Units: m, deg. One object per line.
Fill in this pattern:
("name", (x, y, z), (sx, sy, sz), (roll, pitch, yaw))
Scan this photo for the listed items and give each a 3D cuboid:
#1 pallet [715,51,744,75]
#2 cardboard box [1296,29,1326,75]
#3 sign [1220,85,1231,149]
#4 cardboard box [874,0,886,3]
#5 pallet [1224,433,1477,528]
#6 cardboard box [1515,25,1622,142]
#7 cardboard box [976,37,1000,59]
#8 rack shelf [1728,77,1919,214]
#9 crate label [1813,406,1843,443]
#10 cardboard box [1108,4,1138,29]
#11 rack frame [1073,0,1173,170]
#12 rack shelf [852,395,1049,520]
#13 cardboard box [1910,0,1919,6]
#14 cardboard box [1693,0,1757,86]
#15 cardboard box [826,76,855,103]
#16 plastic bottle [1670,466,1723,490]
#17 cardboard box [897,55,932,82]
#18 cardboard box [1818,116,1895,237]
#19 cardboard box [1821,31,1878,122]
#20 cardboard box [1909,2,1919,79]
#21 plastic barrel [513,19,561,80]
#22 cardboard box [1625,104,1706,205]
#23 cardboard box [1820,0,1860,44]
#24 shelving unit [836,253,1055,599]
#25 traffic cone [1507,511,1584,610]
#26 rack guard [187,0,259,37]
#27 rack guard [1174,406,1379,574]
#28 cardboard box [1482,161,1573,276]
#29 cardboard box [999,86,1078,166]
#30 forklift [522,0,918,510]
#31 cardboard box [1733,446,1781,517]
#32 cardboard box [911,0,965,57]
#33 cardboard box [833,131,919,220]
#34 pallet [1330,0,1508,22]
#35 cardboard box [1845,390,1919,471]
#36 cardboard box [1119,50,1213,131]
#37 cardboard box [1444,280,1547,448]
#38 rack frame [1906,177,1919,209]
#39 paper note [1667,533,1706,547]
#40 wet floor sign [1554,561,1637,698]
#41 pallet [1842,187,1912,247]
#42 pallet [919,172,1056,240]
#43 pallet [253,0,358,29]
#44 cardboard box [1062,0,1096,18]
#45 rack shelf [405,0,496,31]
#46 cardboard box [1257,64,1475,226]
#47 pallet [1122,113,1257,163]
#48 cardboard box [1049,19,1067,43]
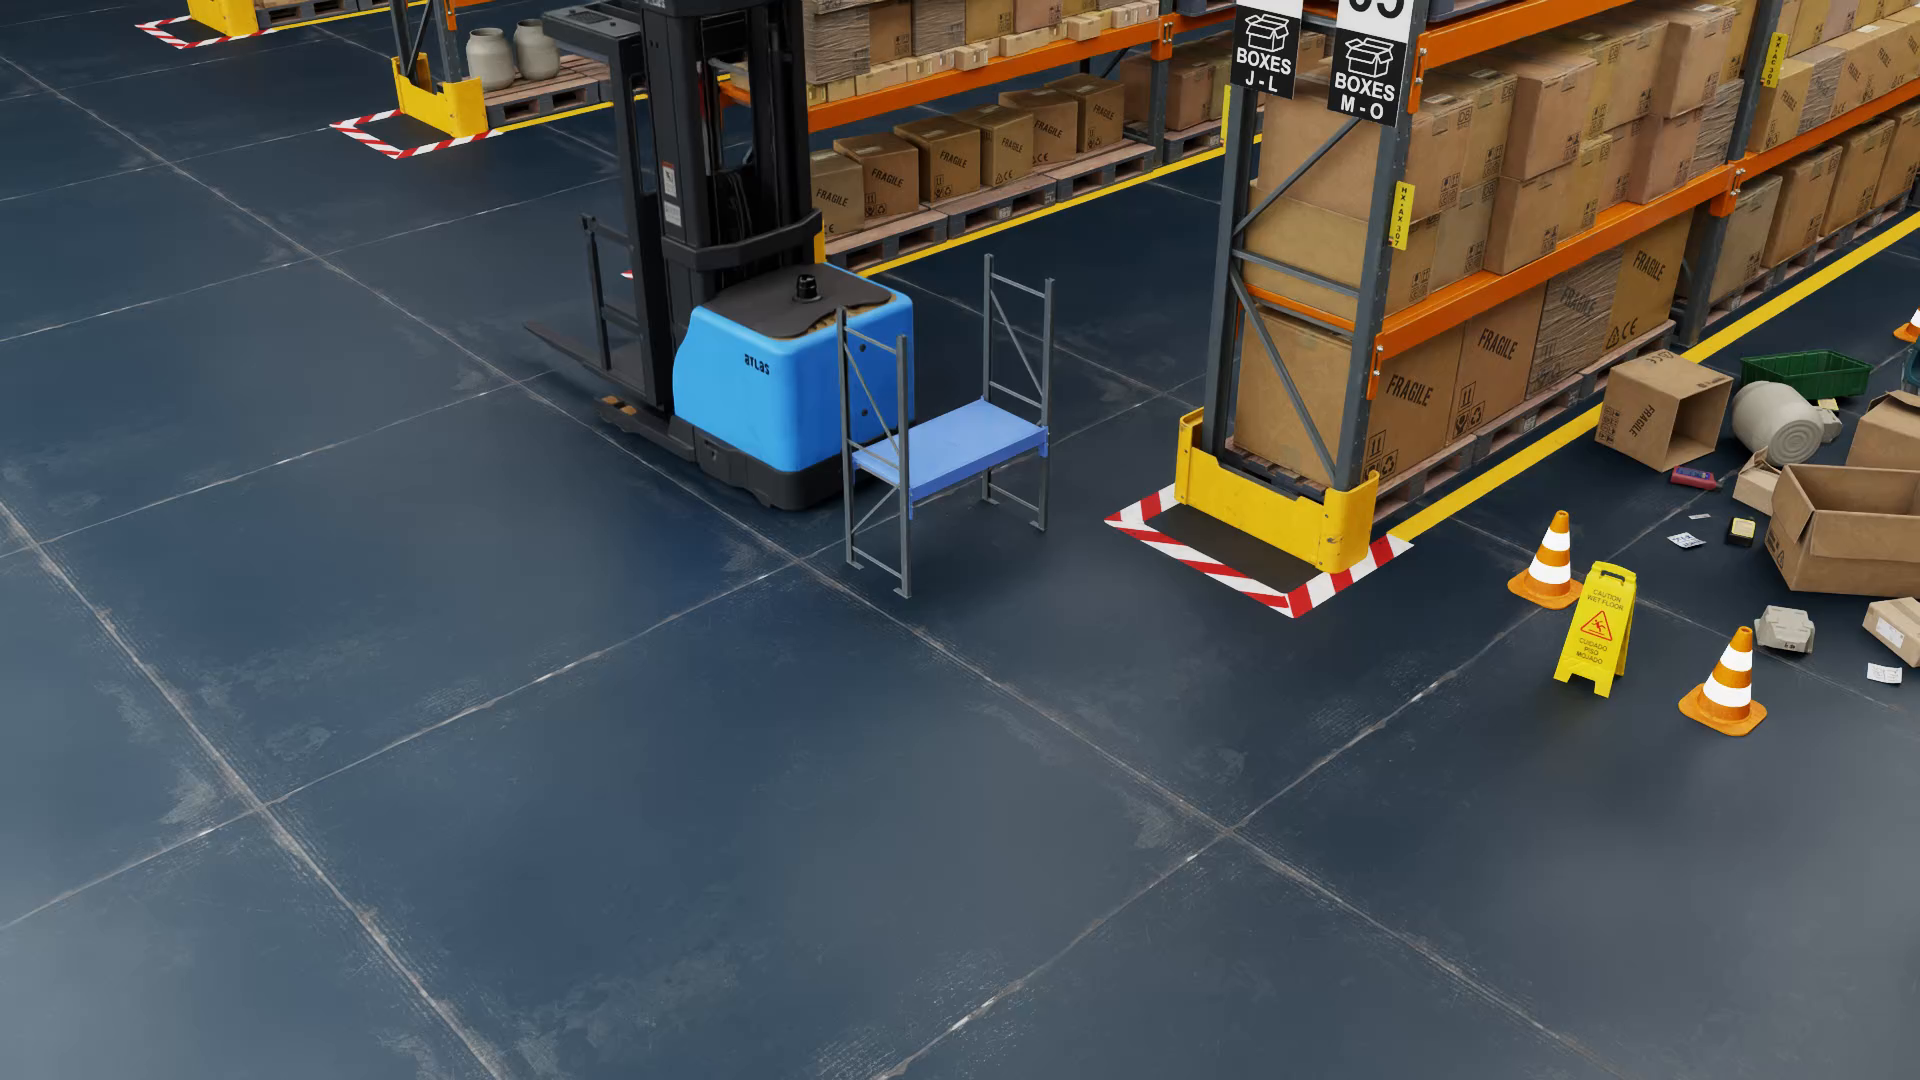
("pallet", (-2.496, -5.211, 17.569), (1.213, 0.211, 1.003), (-26, 40, -35))
("cardboard box", (3.039, -4.617, 15.900), (0.500, 0.500, 0.700), (-22, 38, -32))
("sign", (1.399, -2.183, 8.608), (0.005, 0.325, 0.100), (-26, 40, -35))
("cardboard box", (-0.581, -4.171, 11.856), (0.500, 0.500, 0.500), (-26, 40, -35))
("pallet", (2.291, -0.500, 9.865), (1.213, 0.211, 1.003), (-26, 40, -35))
("cardboard box", (3.200, -2.632, 9.500), (0.500, 0.550, 0.875), (-26, 40, -35))
("cardboard box", (0.089, -3.846, 12.906), (0.250, 0.149, 0.380), (-26, 40, -35))
("rack shelf", (6.157, -3.197, 12.293), (4.000, 0.370, 1.077), (-26, 40, -35))
("crate label", (5.290, -0.723, 10.302), (0.298, 0.136, 0.250), (4, 32, 6))
("cardboard box", (1.245, -4.347, 13.725), (0.250, 0.149, 0.380), (-26, 40, -35))
("rack frame", (1.392, -4.728, 14.107), (0.127, 3.000, 1.000), (-26, 40, -35))
("rack shelf", (-0.063, -0.456, 8.903), (1.000, 0.185, 0.538), (-26, 40, -35))
("cardboard box", (6.918, -4.347, 12.430), (0.500, 0.500, 0.700), (-26, 40, -36))
("cardboard box", (4.397, -3.202, 10.432), (0.550, 0.550, 0.875), (-26, 40, -35))
("cardboard box", (-0.973, -3.293, 12.001), (0.250, 0.149, 0.380), (-26, 40, -35))
("plastic bottle", (4.338, -0.358, 9.777), (0.283, 0.061, 0.133), (15, 34, 23))
("cardboard box", (-0.423, -3.559, 12.435), (0.250, 0.149, 0.380), (-26, 40, -35))
("cardboard box", (6.477, -2.940, 12.937), (0.750, 0.750, 1.050), (-25, 39, -35))
("cardboard box", (5.997, -3.277, 11.637), (0.500, 0.500, 0.500), (-26, 40, -36))
("cardboard box", (7.109, -3.817, 12.522), (0.500, 0.500, 0.500), (-26, 40, -35))
("plastic barrel", (-4.110, -4.762, 16.145), (0.421, 0.512, 0.421), (0, 31, 0))
("cardboard box", (4.040, -2.520, 10.351), (0.550, 0.550, 0.875), (-26, 40, -35))
("cardboard box", (5.797, -3.805, 11.542), (0.500, 0.500, 0.700), (-25, 40, -35))
("shelving unit", (-0.063, -0.610, 8.809), (1.048, 1.500, 0.538), (-26, 40, -35))
("traffic cone", (3.112, 0.061, 8.706), (0.334, 0.463, 0.336), (-26, 40, -35))
("rack guard", (-8.291, -6.025, 18.624), (0.348, 0.500, 1.175), (-26, 40, -35))
("rack guard", (1.740, -0.301, 9.263), (0.348, 0.500, 1.175), (-26, 40, -35))
("cardboard box", (2.883, -1.943, 9.408), (0.550, 0.550, 0.875), (-26, 40, -35))
("cardboard box", (0.657, -3.508, 14.105), (0.500, 0.500, 0.500), (-13, 34, -21))
("forklift", (-1.648, -2.084, 9.849), (1.130, 2.935, 3.031), (-27, 41, -37))
("cardboard box", (4.682, -0.314, 9.509), (0.258, 0.266, 0.396), (-19, 36, -28))
("cardboard box", (-0.438, -4.047, 12.613), (0.500, 0.500, 0.875), (-26, 40, -35))
("cardboard box", (-0.657, -2.862, 13.049), (0.500, 0.500, 0.500), (-15, 35, -23))
("pallet", (2.294, -2.885, 8.302), (1.213, 0.211, 1.003), (-26, 40, -35))
("cardboard box", (5.444, -0.437, 9.353), (0.503, 0.637, 0.797), (-26, 40, -35))
("cardboard box", (1.857, -4.059, 14.987), (0.700, 0.500, 0.500), (26, 40, 35))
("cardboard box", (2.854, -1.227, 10.016), (0.875, 0.875, 0.875), (-27, 40, -36))
("rack frame", (7.624, -4.214, 13.265), (0.127, 3.000, 1.000), (-26, 40, -35))
("paper note", (4.031, 0.000, 9.223), (0.142, 0.017, 0.144), (-12, 34, -19))
("wet floor sign", (3.082, 0.396, 7.984), (0.267, 0.644, 0.232), (22, 37, 31))
("pallet", (6.994, -2.773, 13.583), (1.213, 0.211, 1.003), (-26, 40, -35))
("pallet", (0.029, -2.852, 13.711), (1.213, 0.211, 1.003), (-26, 40, -35))
("pallet", (-7.741, -6.198, 19.183), (1.213, 0.211, 1.003), (-26, 40, -35))
("cardboard box", (0.630, -4.598, 13.513), (0.500, 0.500, 0.875), (-26, 40, -35))
("rack shelf", (-3.442, -5.606, 16.233), (4.000, 0.370, 1.077), (-26, 40, -35))
("cardboard box", (2.056, -2.017, 8.495), (0.550, 0.550, 0.875), (-26, 40, -35))
("pallet", (1.962, -3.815, 15.287), (1.213, 0.211, 1.003), (-26, 40, -35))
("cardboard box", (0.640, -4.112, 13.340), (0.250, 0.149, 0.380), (-26, 40, -35))
